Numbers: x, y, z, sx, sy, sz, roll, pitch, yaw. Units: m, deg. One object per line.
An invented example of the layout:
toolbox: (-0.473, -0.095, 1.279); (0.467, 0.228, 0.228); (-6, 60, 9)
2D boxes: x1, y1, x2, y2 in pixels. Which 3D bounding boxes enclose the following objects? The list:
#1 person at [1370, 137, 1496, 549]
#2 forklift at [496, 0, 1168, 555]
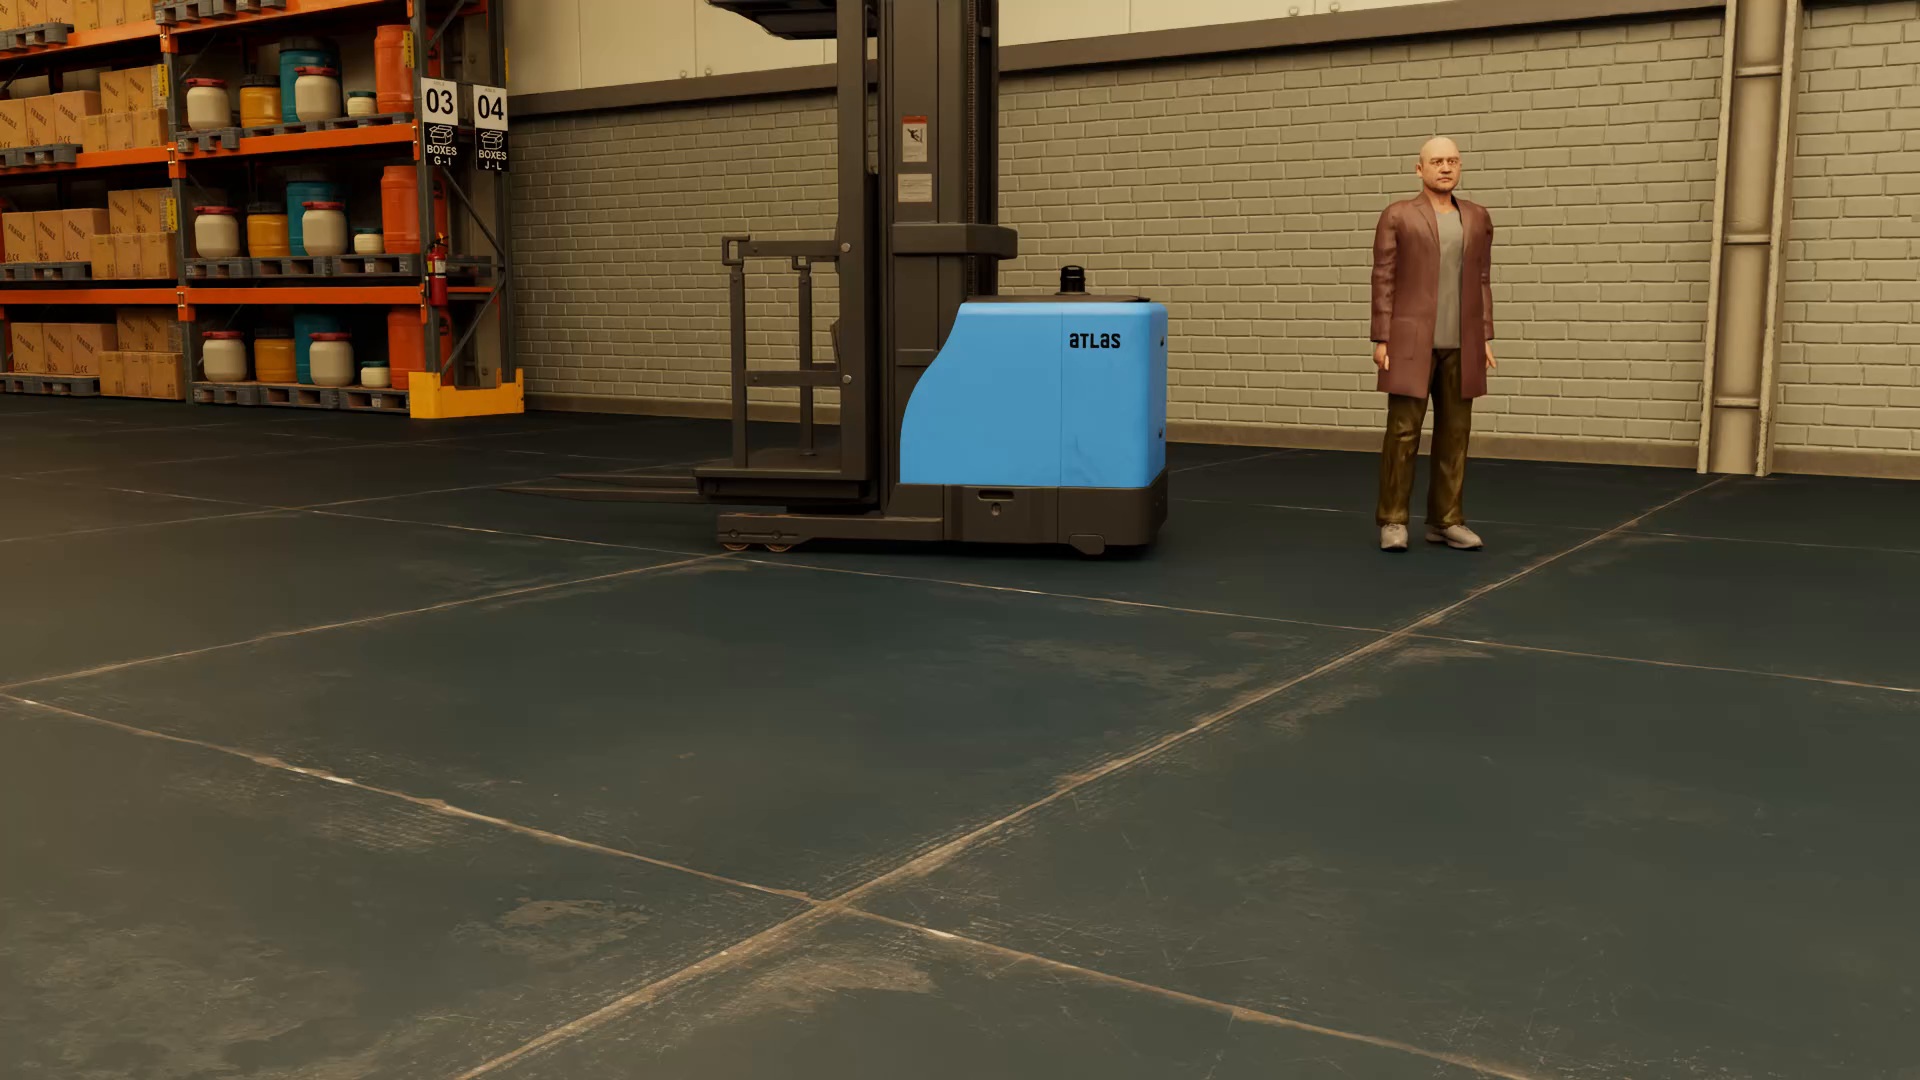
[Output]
person: (2.085, -0.725, 7.294); (0.557, 1.522, 0.373); (-1, 8, -7)
forklift: (-0.596, -1.469, 7.520); (3.031, 2.935, 1.130); (2, 8, 12)
